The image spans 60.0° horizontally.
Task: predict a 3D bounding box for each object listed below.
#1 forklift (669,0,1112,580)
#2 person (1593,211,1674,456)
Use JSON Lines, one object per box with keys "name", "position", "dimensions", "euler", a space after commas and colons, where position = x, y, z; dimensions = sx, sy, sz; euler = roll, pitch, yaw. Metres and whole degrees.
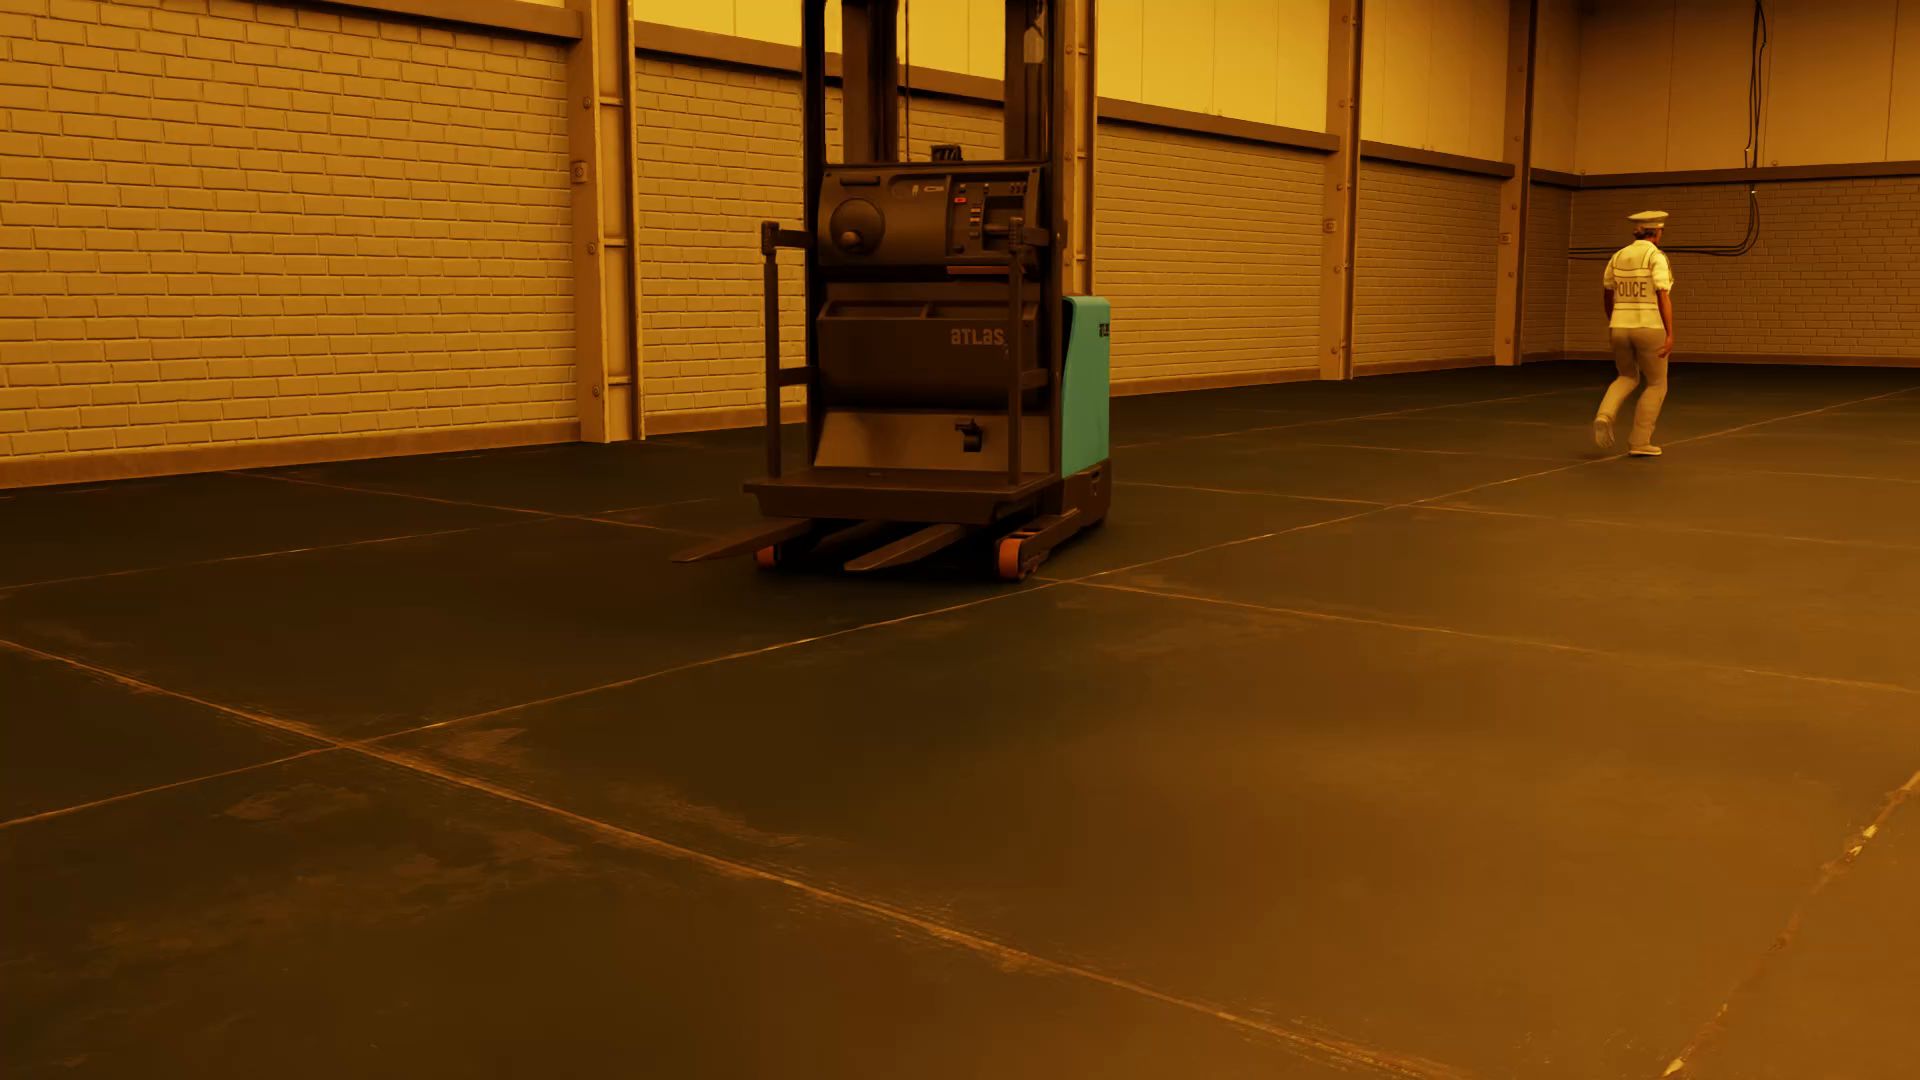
{"name": "forklift", "position": [-0.190, -1.359, 6.569], "dimensions": [1.130, 2.935, 3.031], "euler": [3, 9, 17]}
{"name": "person", "position": [4.606, -1.394, 11.270], "dimensions": [0.450, 1.644, 0.634], "euler": [-5, 10, -32]}
